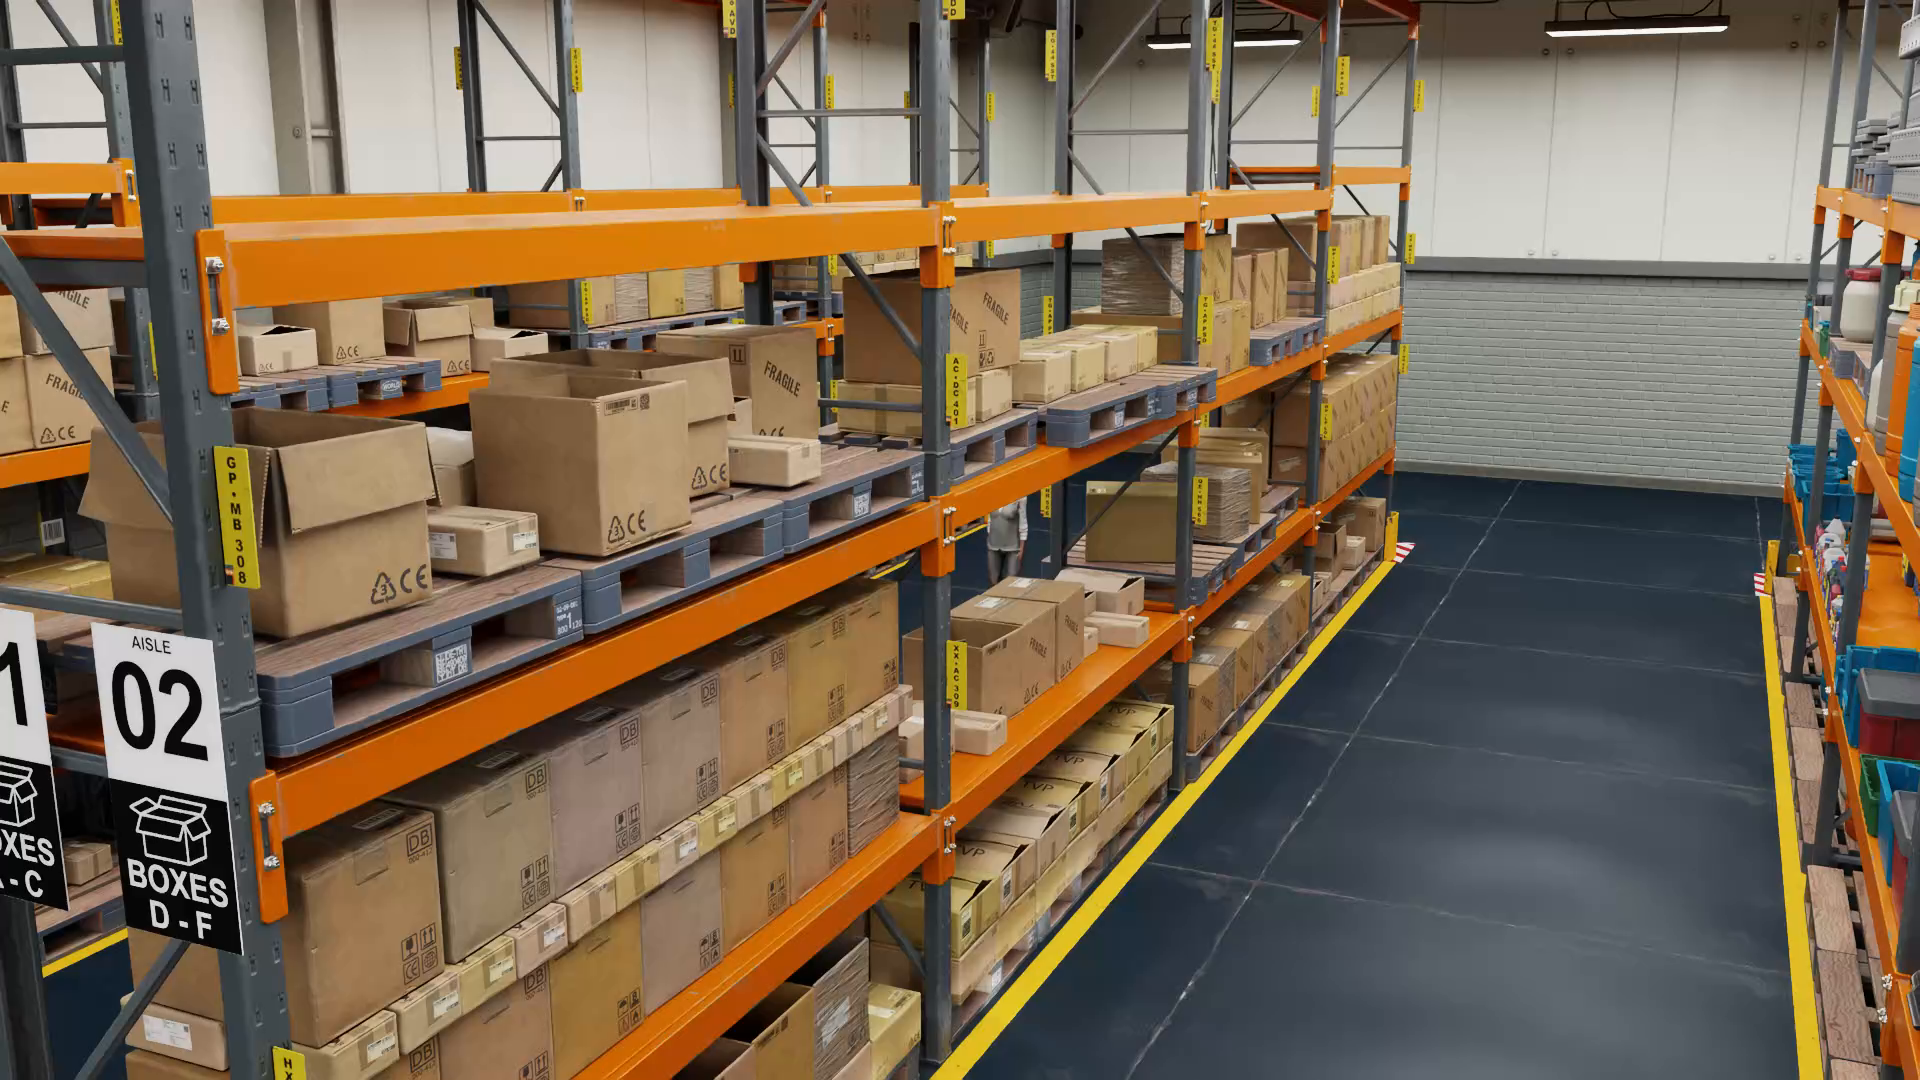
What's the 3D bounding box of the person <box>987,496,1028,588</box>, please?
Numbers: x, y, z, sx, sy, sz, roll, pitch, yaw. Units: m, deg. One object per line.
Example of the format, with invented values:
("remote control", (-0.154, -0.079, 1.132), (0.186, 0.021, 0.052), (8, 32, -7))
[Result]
("person", (0.446, 0.098, 15.592), (0.407, 1.604, 0.308), (6, 14, 25))
